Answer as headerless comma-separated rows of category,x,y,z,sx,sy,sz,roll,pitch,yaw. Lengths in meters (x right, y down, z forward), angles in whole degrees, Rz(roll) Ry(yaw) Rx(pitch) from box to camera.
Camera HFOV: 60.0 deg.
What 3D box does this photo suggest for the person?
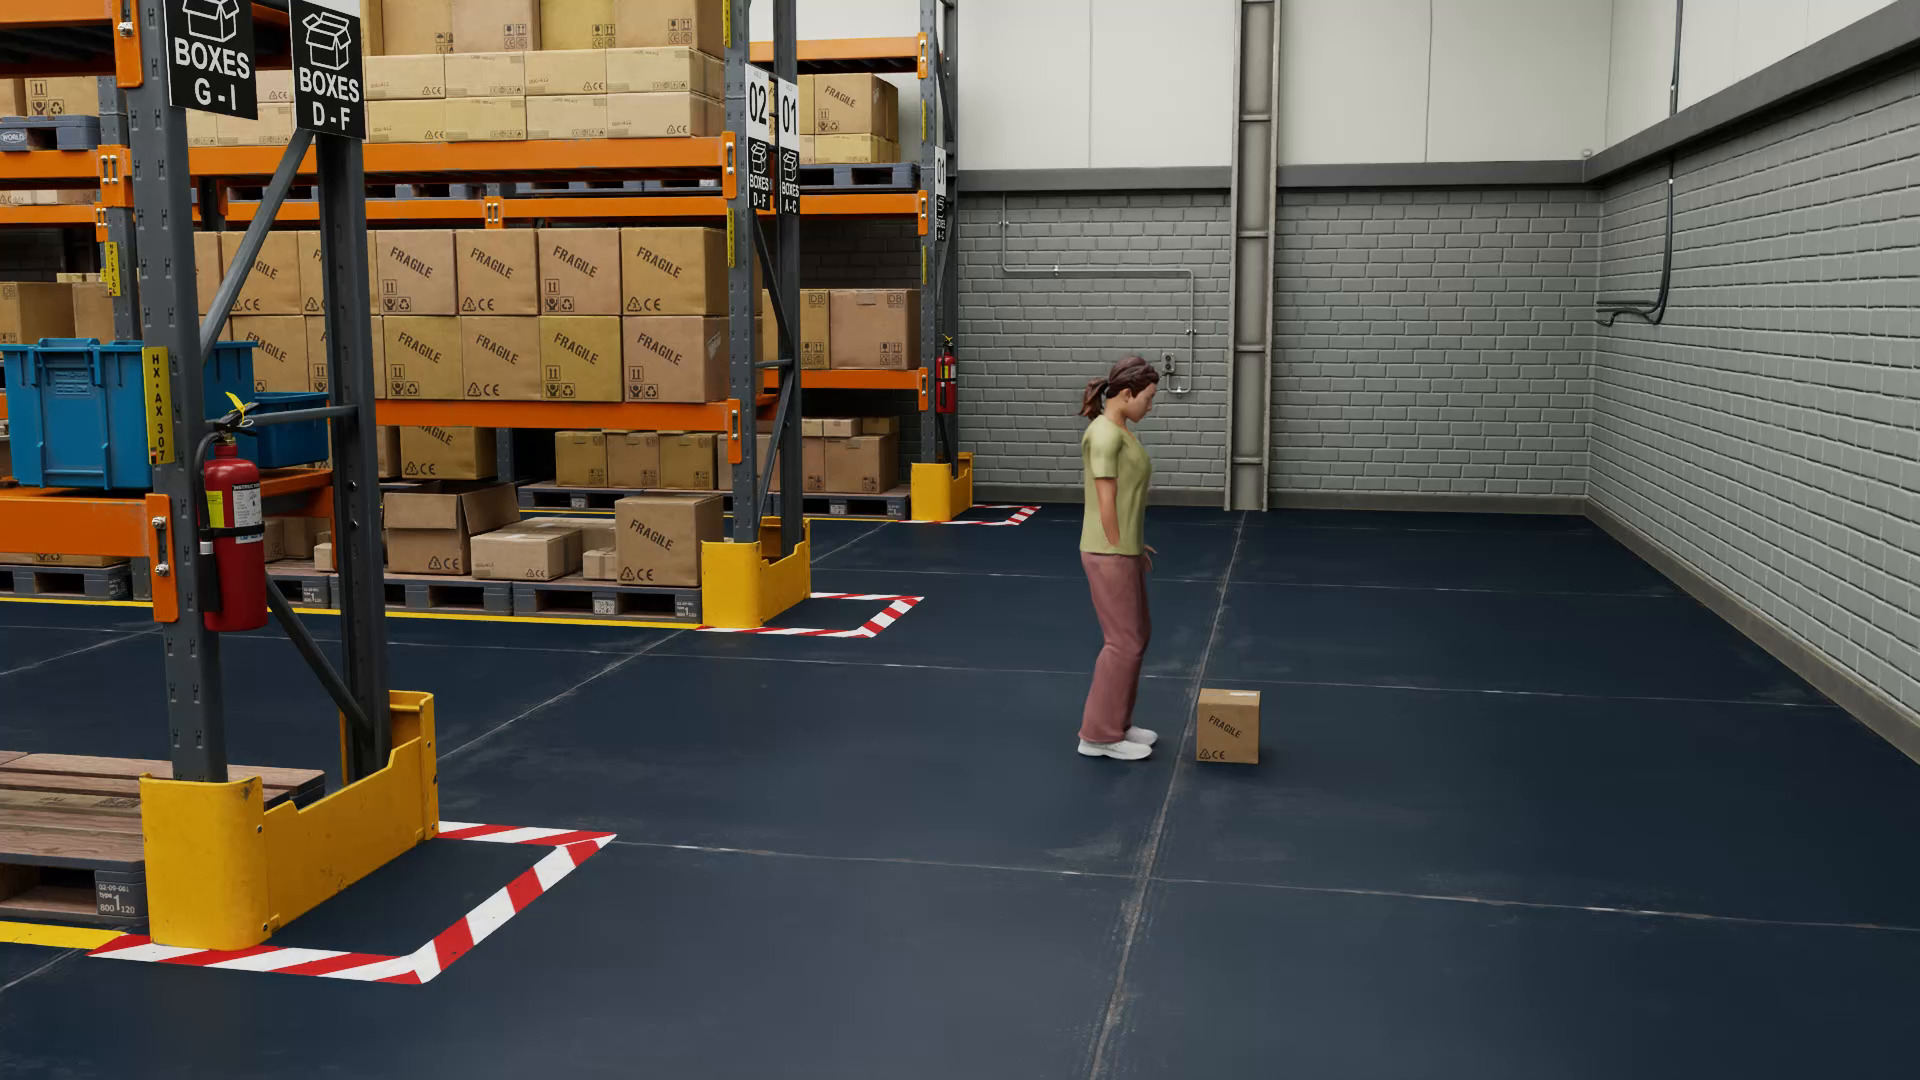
person,0.655,0.064,6.947,0.348,1.662,0.455,2,8,12
